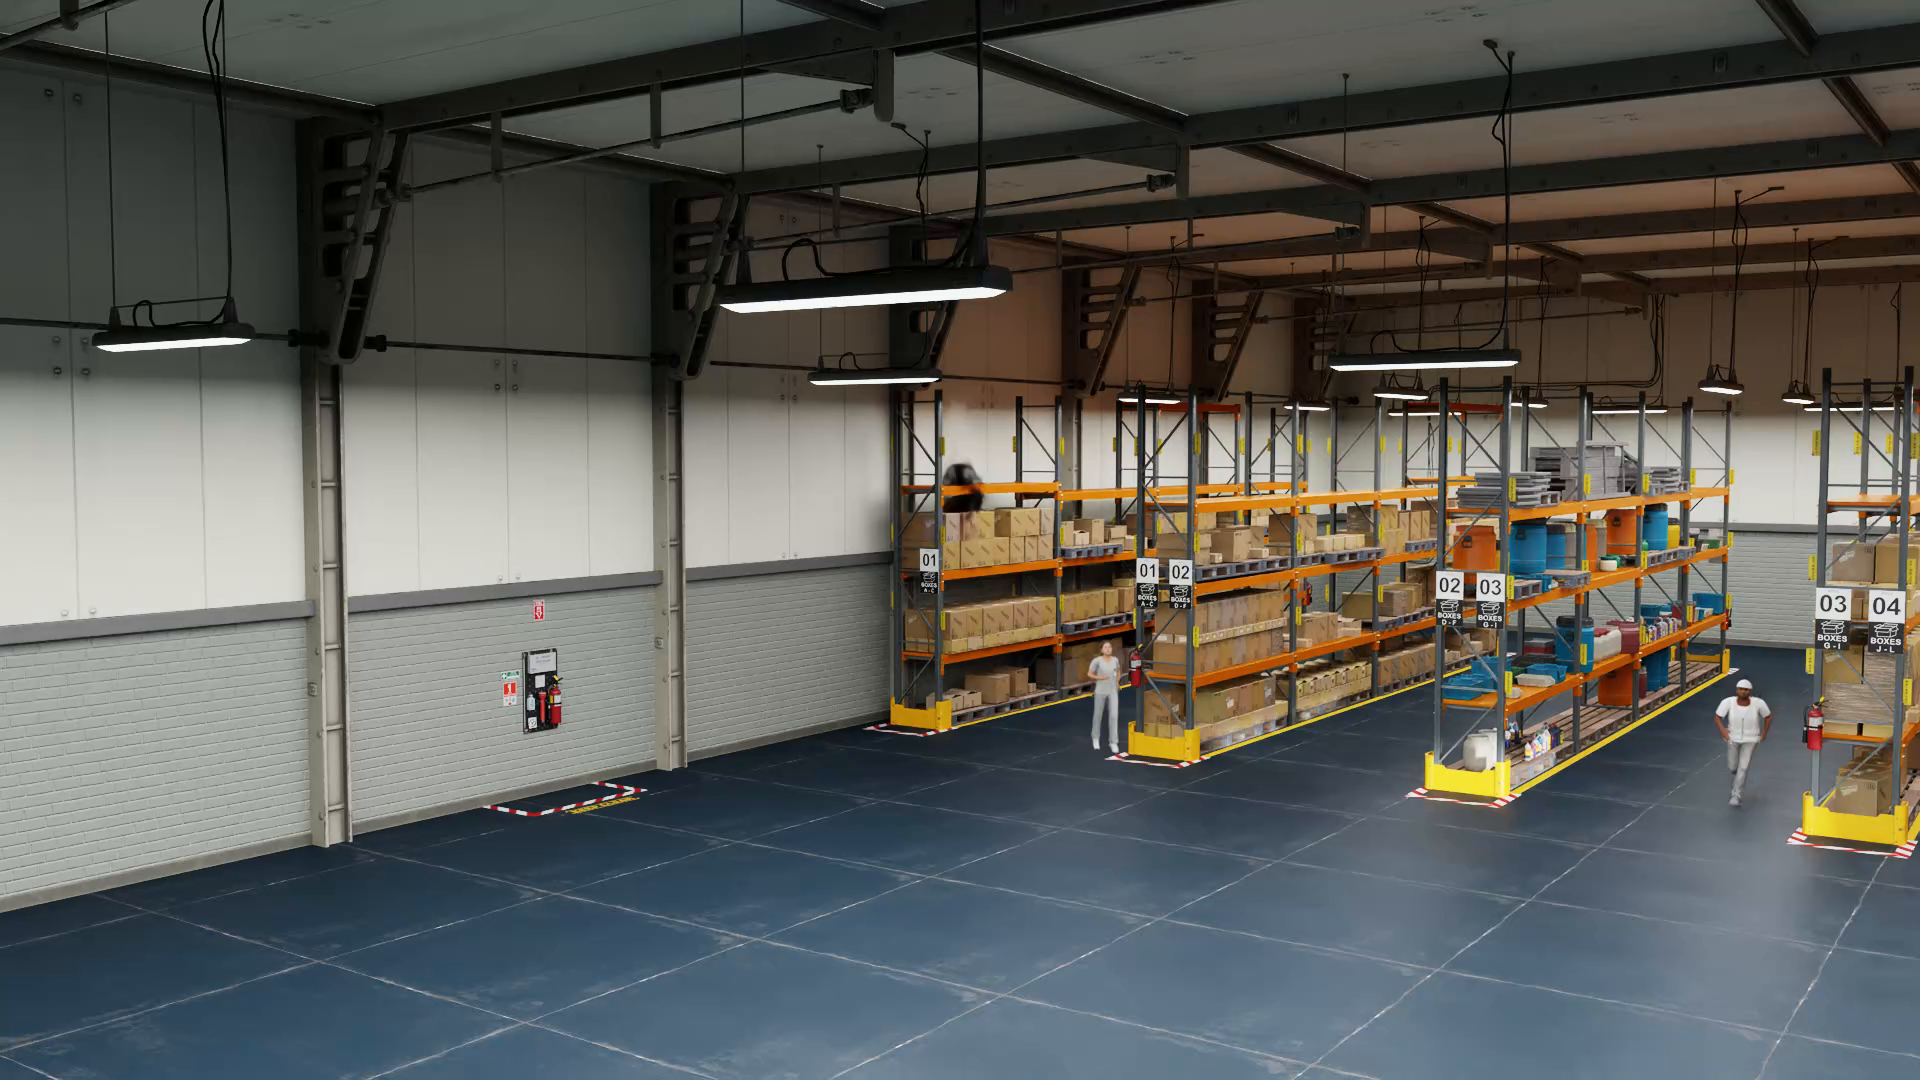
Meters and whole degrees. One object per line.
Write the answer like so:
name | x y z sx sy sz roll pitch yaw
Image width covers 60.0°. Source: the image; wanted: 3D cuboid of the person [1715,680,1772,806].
person | 11.023 2.825 23.435 0.727 1.746 0.877 2 4 29

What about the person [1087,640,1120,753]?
person | 2.263 2.417 25.850 0.575 1.714 0.815 -1 3 -11
